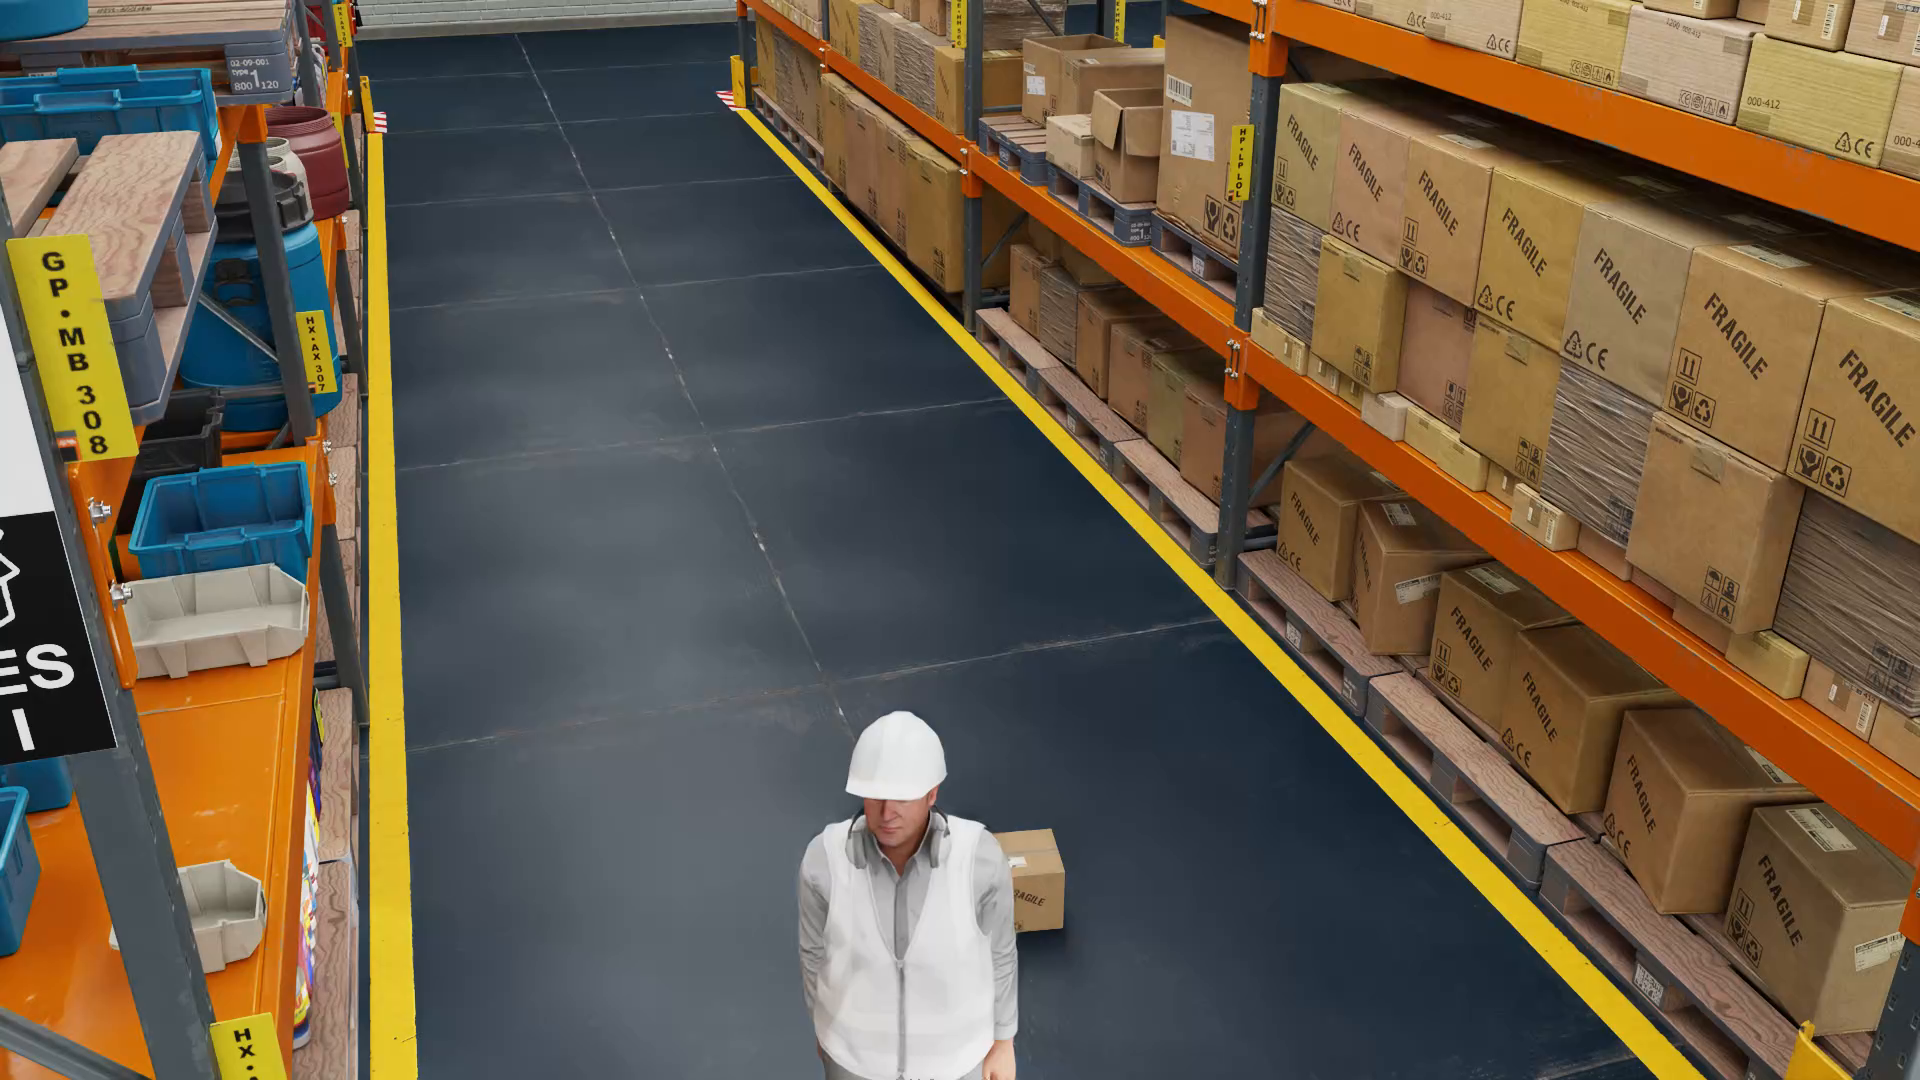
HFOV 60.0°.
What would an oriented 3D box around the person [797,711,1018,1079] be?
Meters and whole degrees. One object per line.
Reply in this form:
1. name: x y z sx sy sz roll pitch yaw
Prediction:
1. person: -0.126 1.195 4.106 0.534 1.755 0.704 0 26 0
